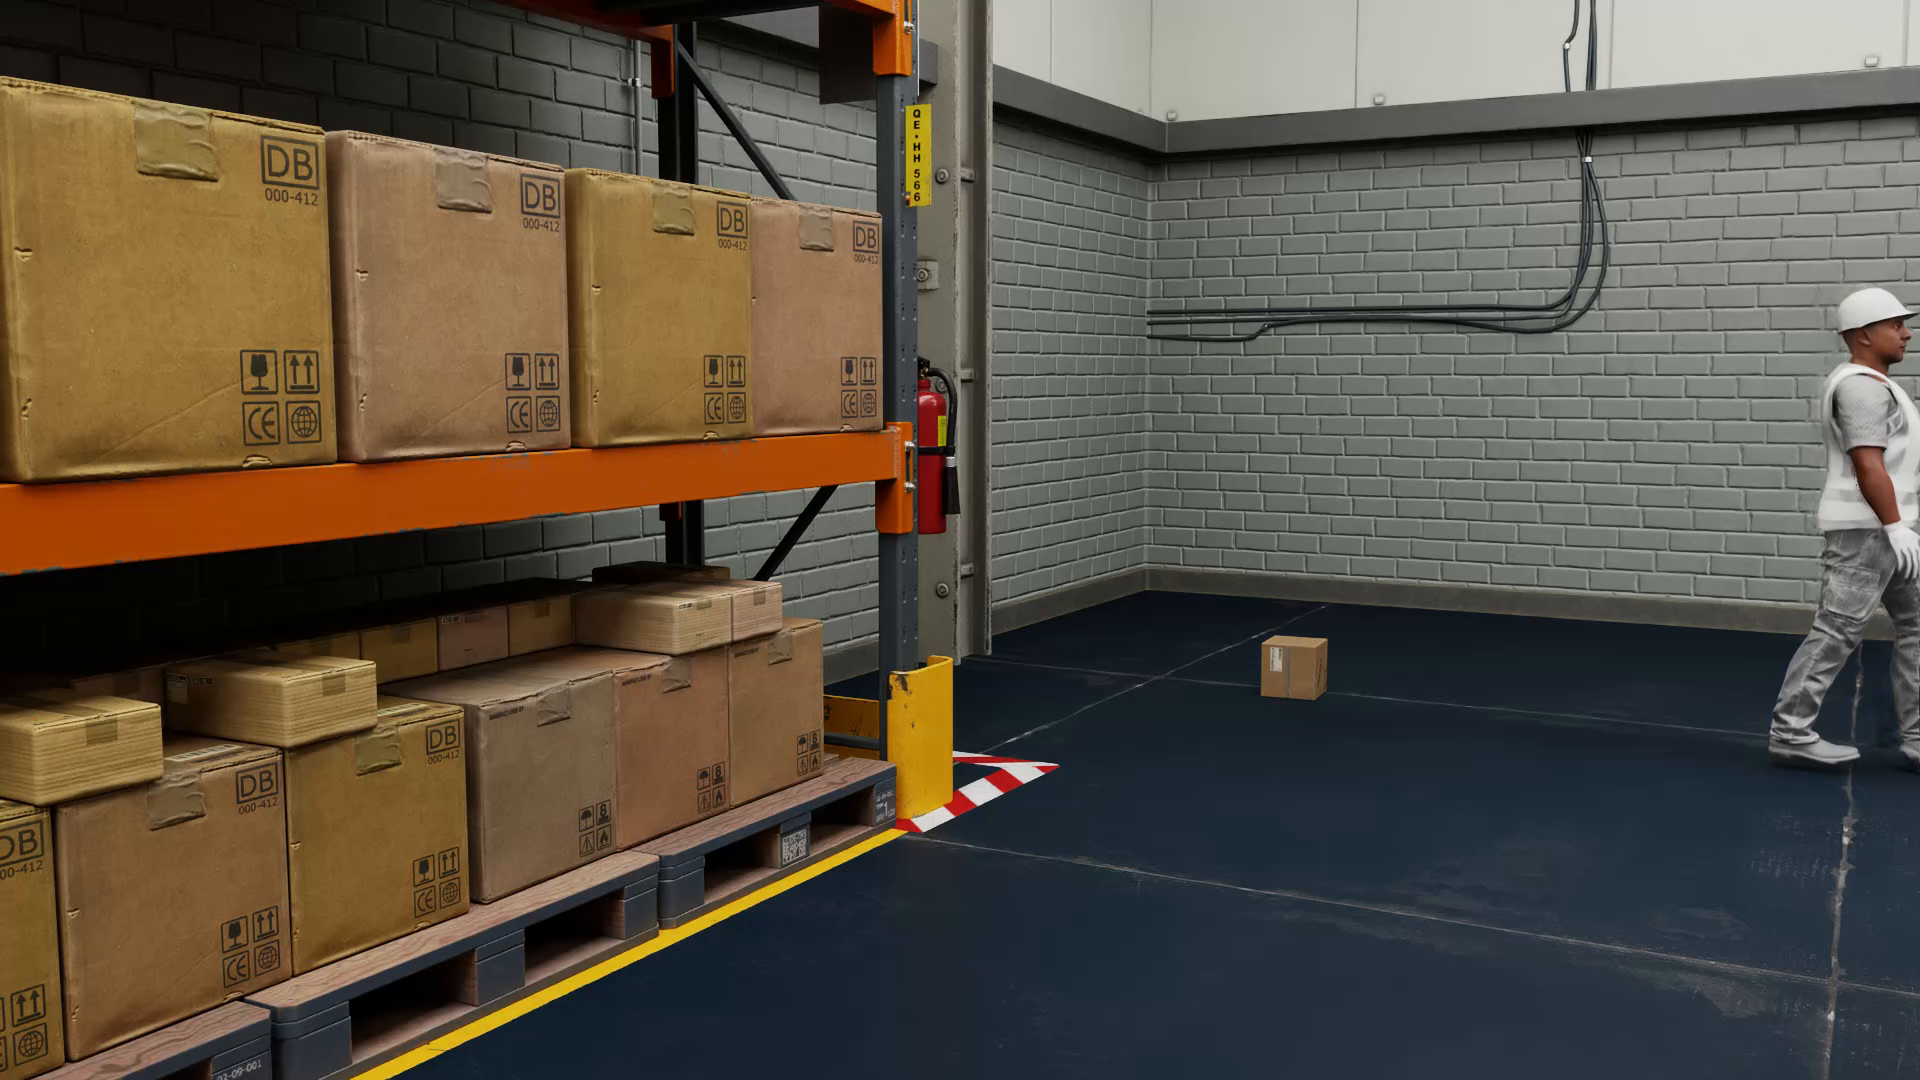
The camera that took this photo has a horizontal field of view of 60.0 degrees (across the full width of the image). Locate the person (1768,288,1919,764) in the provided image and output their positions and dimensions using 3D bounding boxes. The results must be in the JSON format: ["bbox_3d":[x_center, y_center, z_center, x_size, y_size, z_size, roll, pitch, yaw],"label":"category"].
[{"bbox_3d":[3.410,-0.003,6.118,0.706,1.830,0.601,3,7,30],"label":"person"}]
